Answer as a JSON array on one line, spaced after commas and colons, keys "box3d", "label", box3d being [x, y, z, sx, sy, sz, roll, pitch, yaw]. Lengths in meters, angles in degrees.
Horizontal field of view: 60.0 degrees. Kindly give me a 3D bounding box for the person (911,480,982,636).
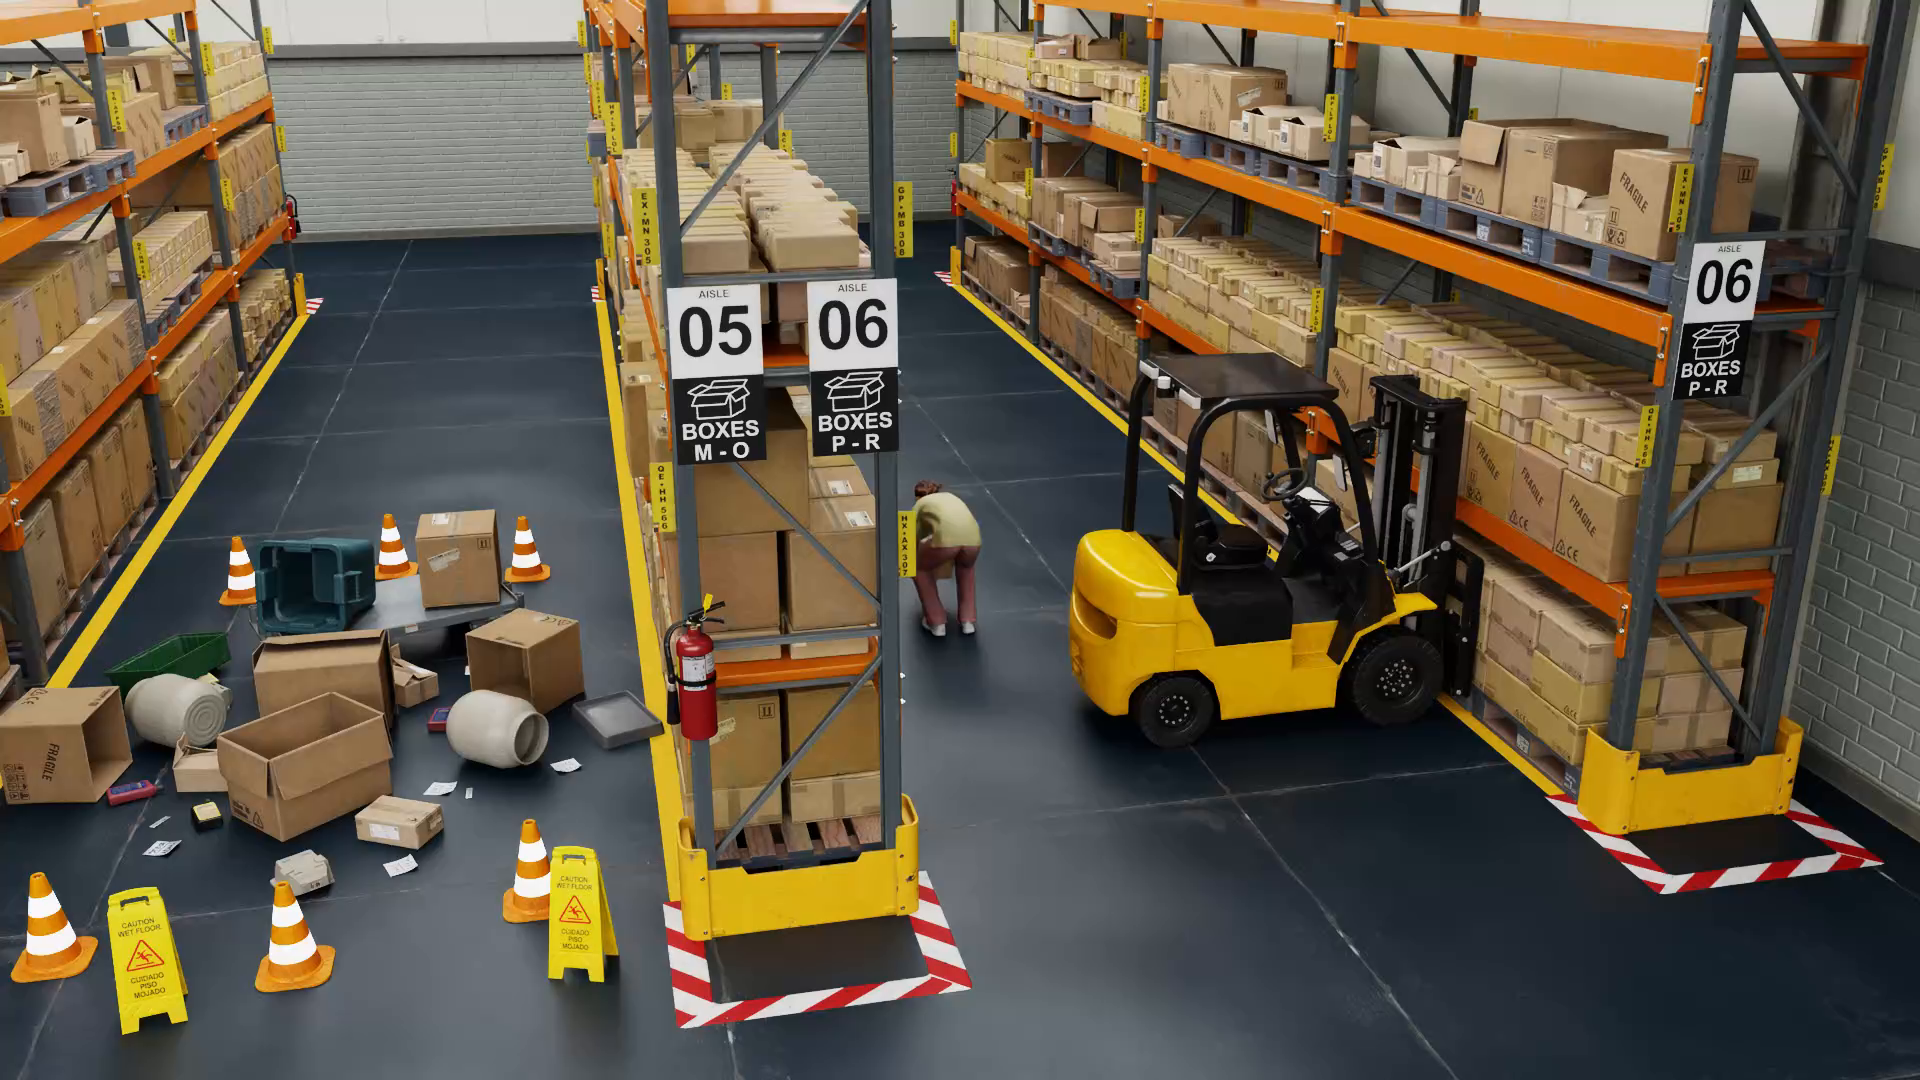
[{"box3d": [-0.126, 0.127, 11.795, 0.471, 0.950, 0.868, -6, 21, -17], "label": "person"}]
